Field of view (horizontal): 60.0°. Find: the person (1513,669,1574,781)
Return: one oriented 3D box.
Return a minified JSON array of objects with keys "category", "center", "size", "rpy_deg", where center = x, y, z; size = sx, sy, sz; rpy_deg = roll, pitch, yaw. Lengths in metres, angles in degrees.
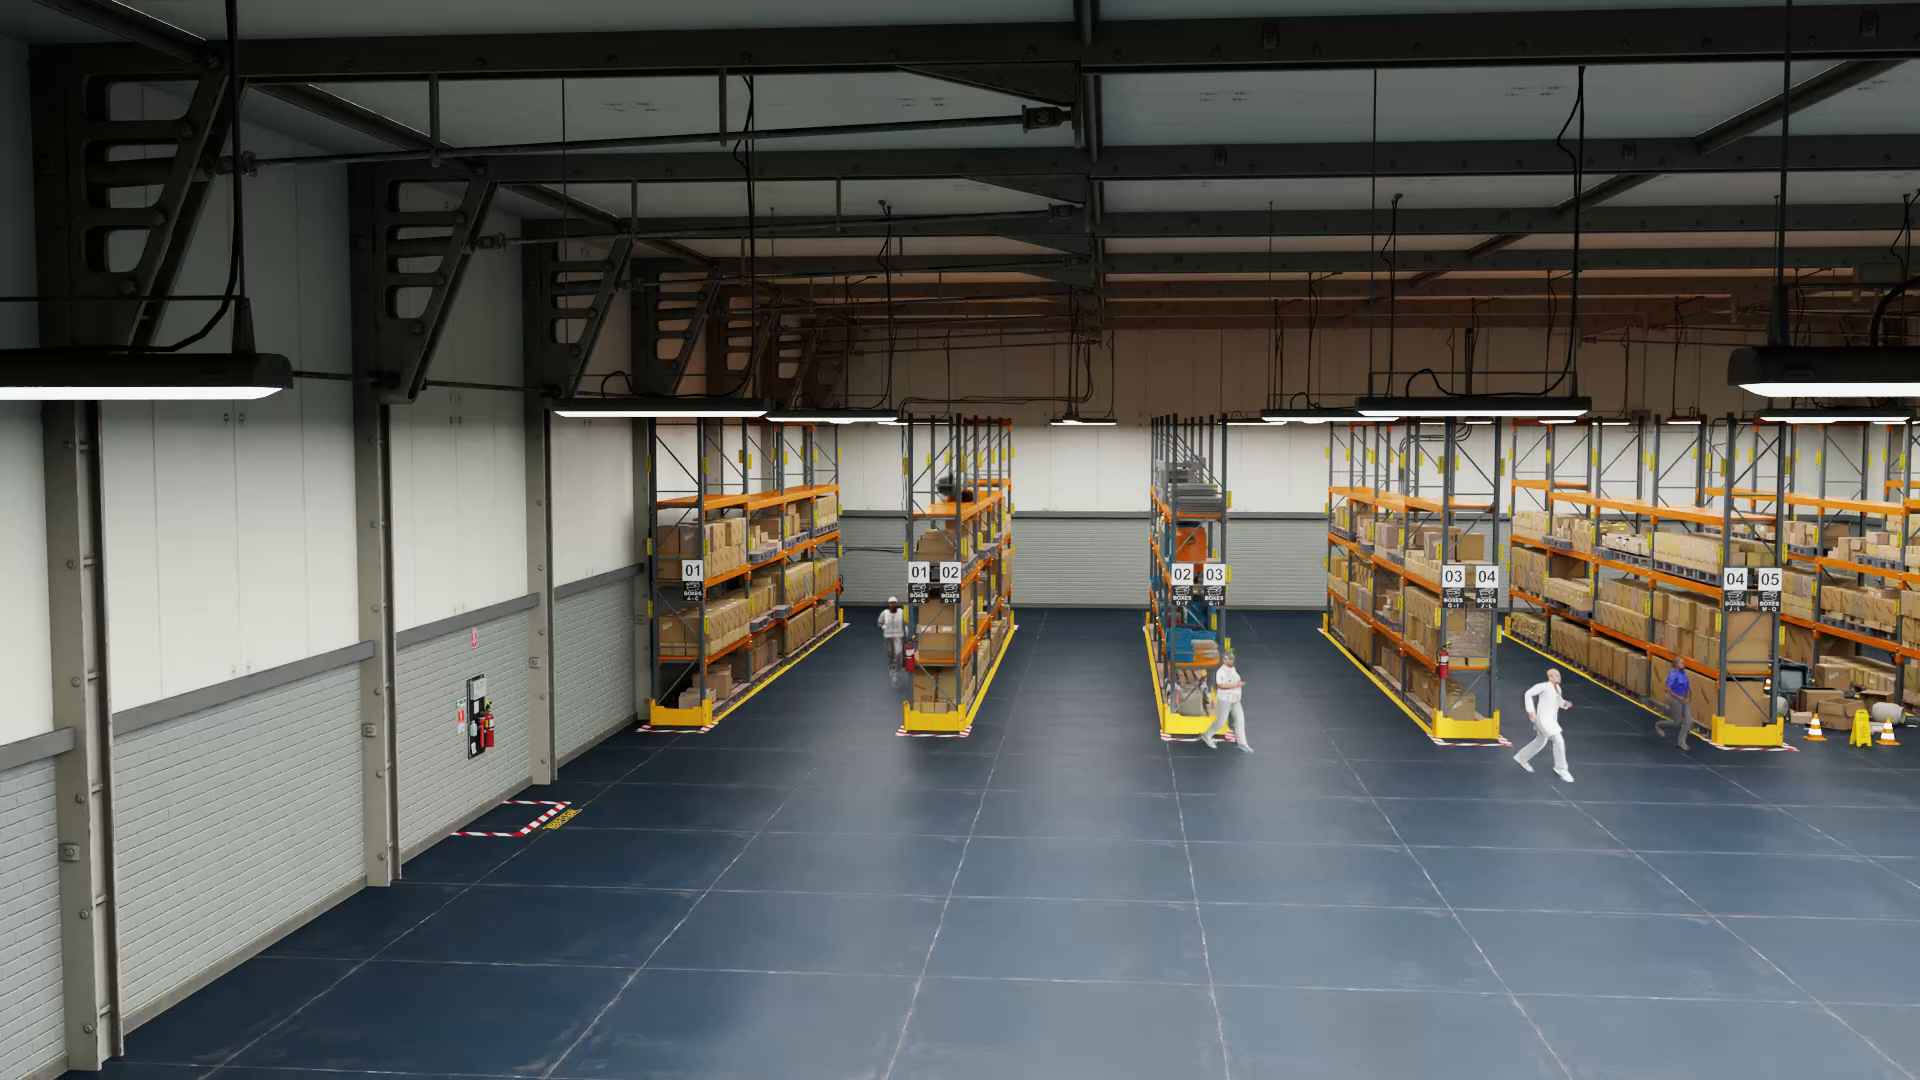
[{"category":"person","center":[9.582,3.006,27.264],"size":[1.024,1.826,0.738],"rpy_deg":[4,5,43]}]

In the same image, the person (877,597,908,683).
[{"category":"person","center":[-1.457,2.144,36.171],"size":[0.686,1.828,0.892],"rpy_deg":[0,4,4]}]

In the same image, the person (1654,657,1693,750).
[{"category":"person","center":[12.875,2.927,29.907],"size":[0.588,1.637,0.720],"rpy_deg":[-2,4,-30]}]

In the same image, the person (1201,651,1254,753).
[{"category":"person","center":[4.744,2.835,29.395],"size":[0.968,1.785,0.657],"rpy_deg":[3,5,42]}]

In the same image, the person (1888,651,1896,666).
[{"category":"person","center":[21.594,2.289,38.392],"size":[0.638,1.767,0.706],"rpy_deg":[0,4,1]}]
